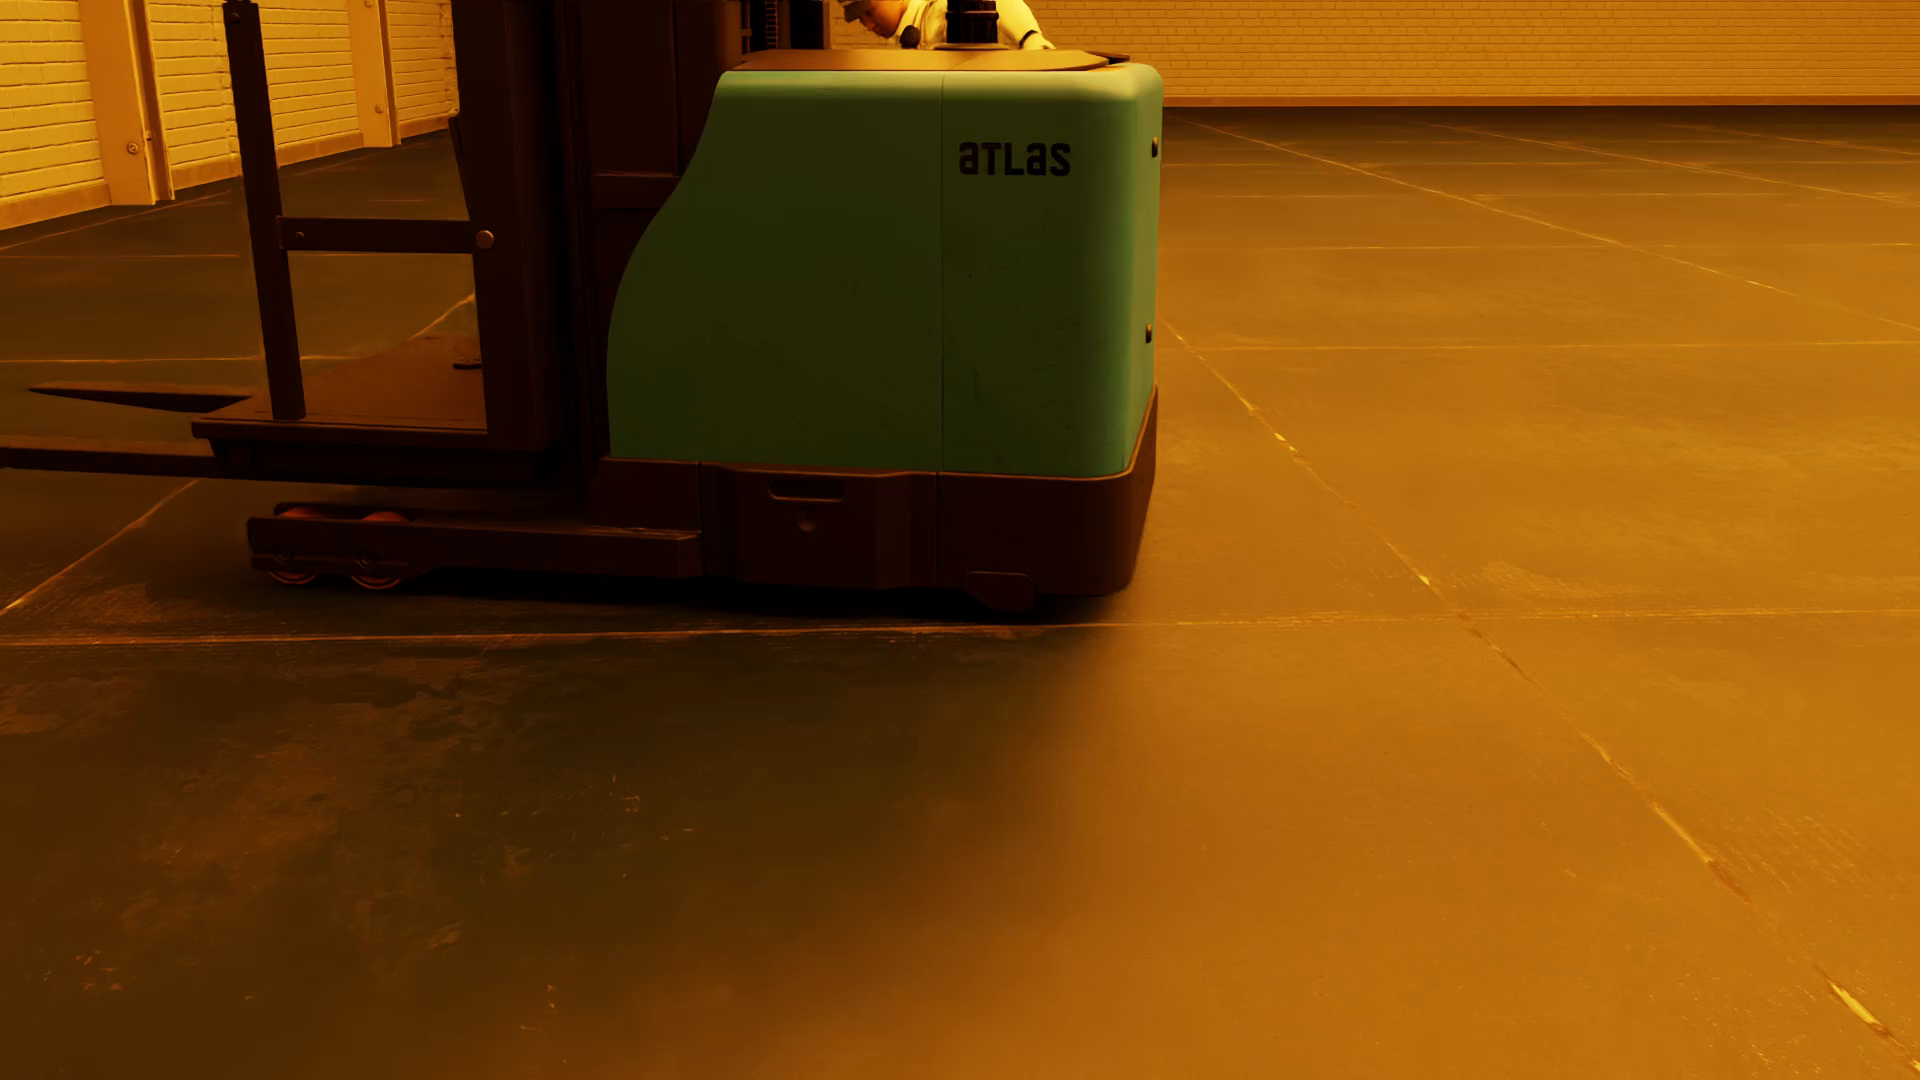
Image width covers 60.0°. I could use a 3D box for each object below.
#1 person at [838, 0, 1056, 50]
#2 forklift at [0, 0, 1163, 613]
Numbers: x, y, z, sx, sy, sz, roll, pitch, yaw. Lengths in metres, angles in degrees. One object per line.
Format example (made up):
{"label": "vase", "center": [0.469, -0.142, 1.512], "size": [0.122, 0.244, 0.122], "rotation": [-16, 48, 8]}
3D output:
{"label": "person", "center": [-0.050, -1.076, 5.014], "size": [0.698, 1.419, 1.097], "rotation": [-6, 18, -19]}
{"label": "forklift", "center": [-1.075, -1.443, 3.625], "size": [3.031, 2.935, 1.130], "rotation": [3, 17, 9]}
